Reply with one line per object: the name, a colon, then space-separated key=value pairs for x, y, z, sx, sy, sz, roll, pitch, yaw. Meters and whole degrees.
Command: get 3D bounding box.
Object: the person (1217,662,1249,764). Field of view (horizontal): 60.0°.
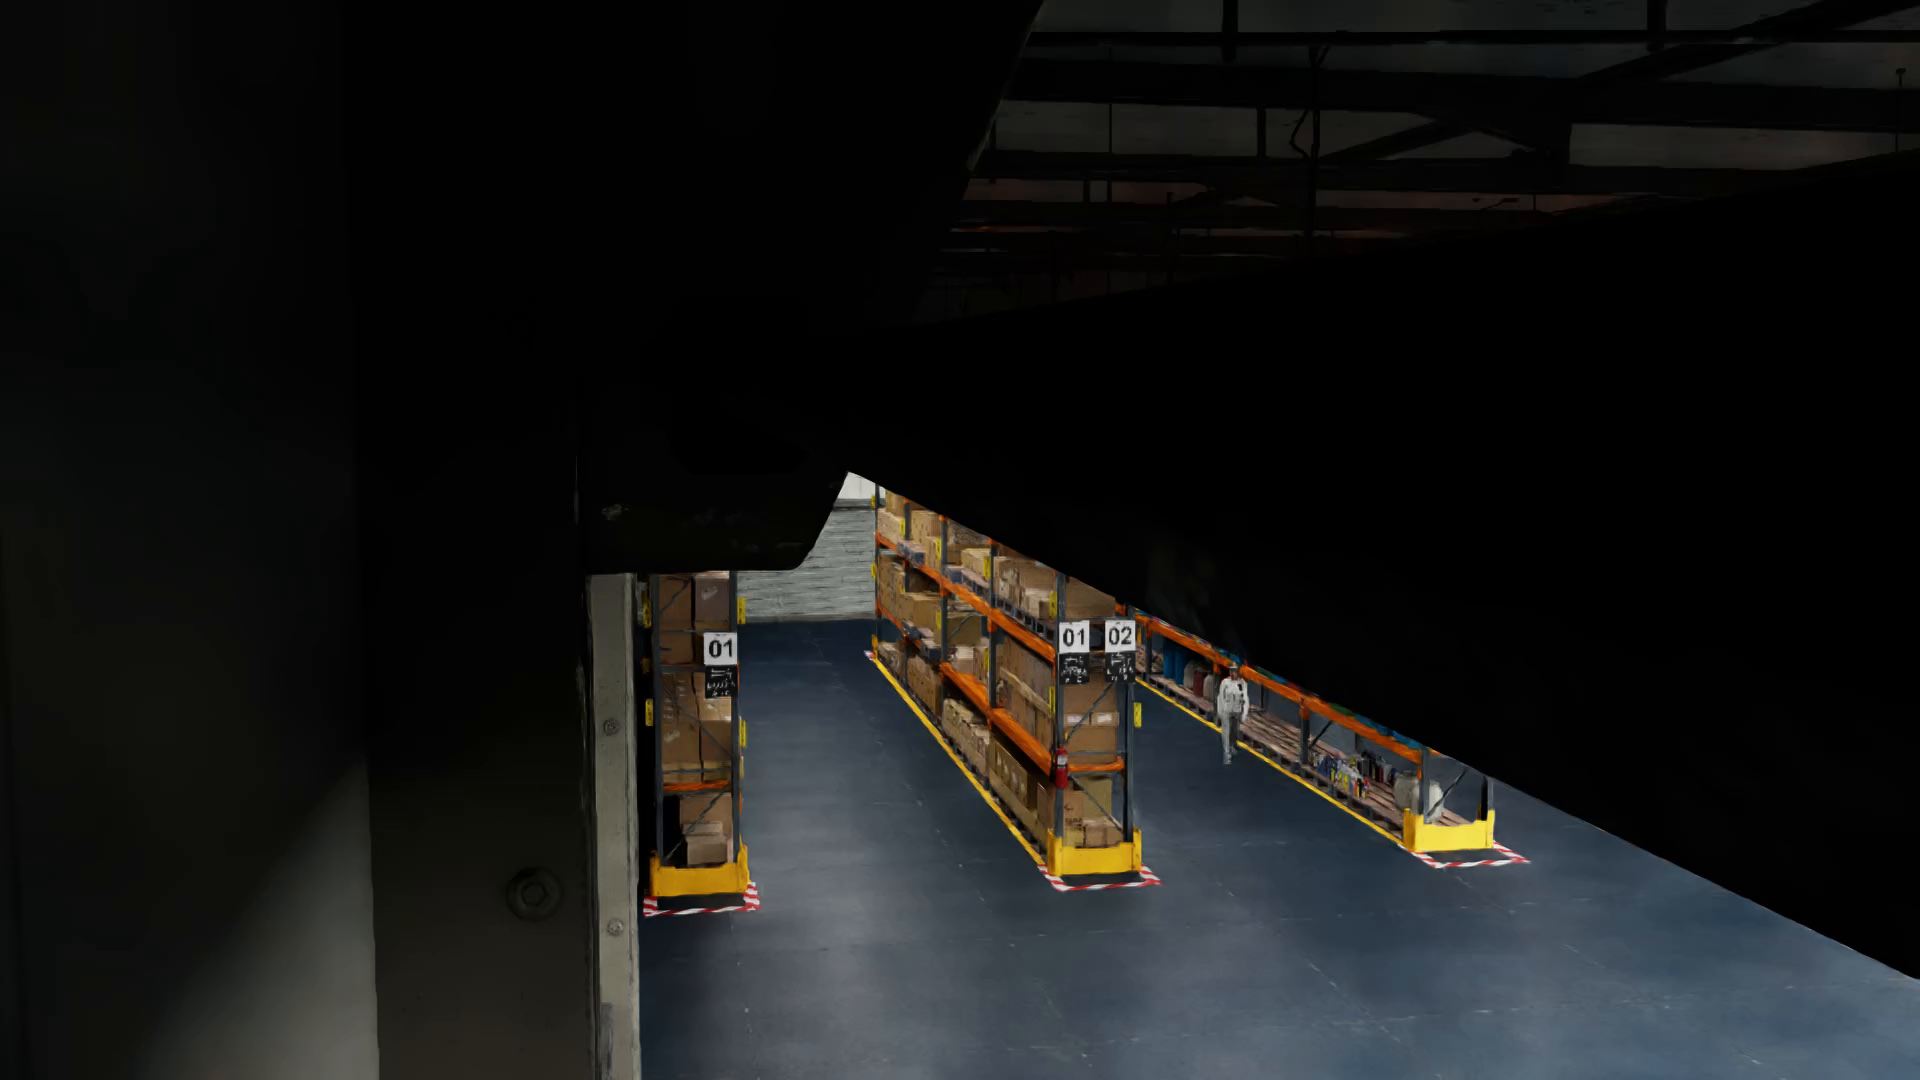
person: x=4.416 y=2.755 z=26.843 sx=0.483 sy=1.614 sz=0.998 roll=0 pitch=6 yaw=-1
